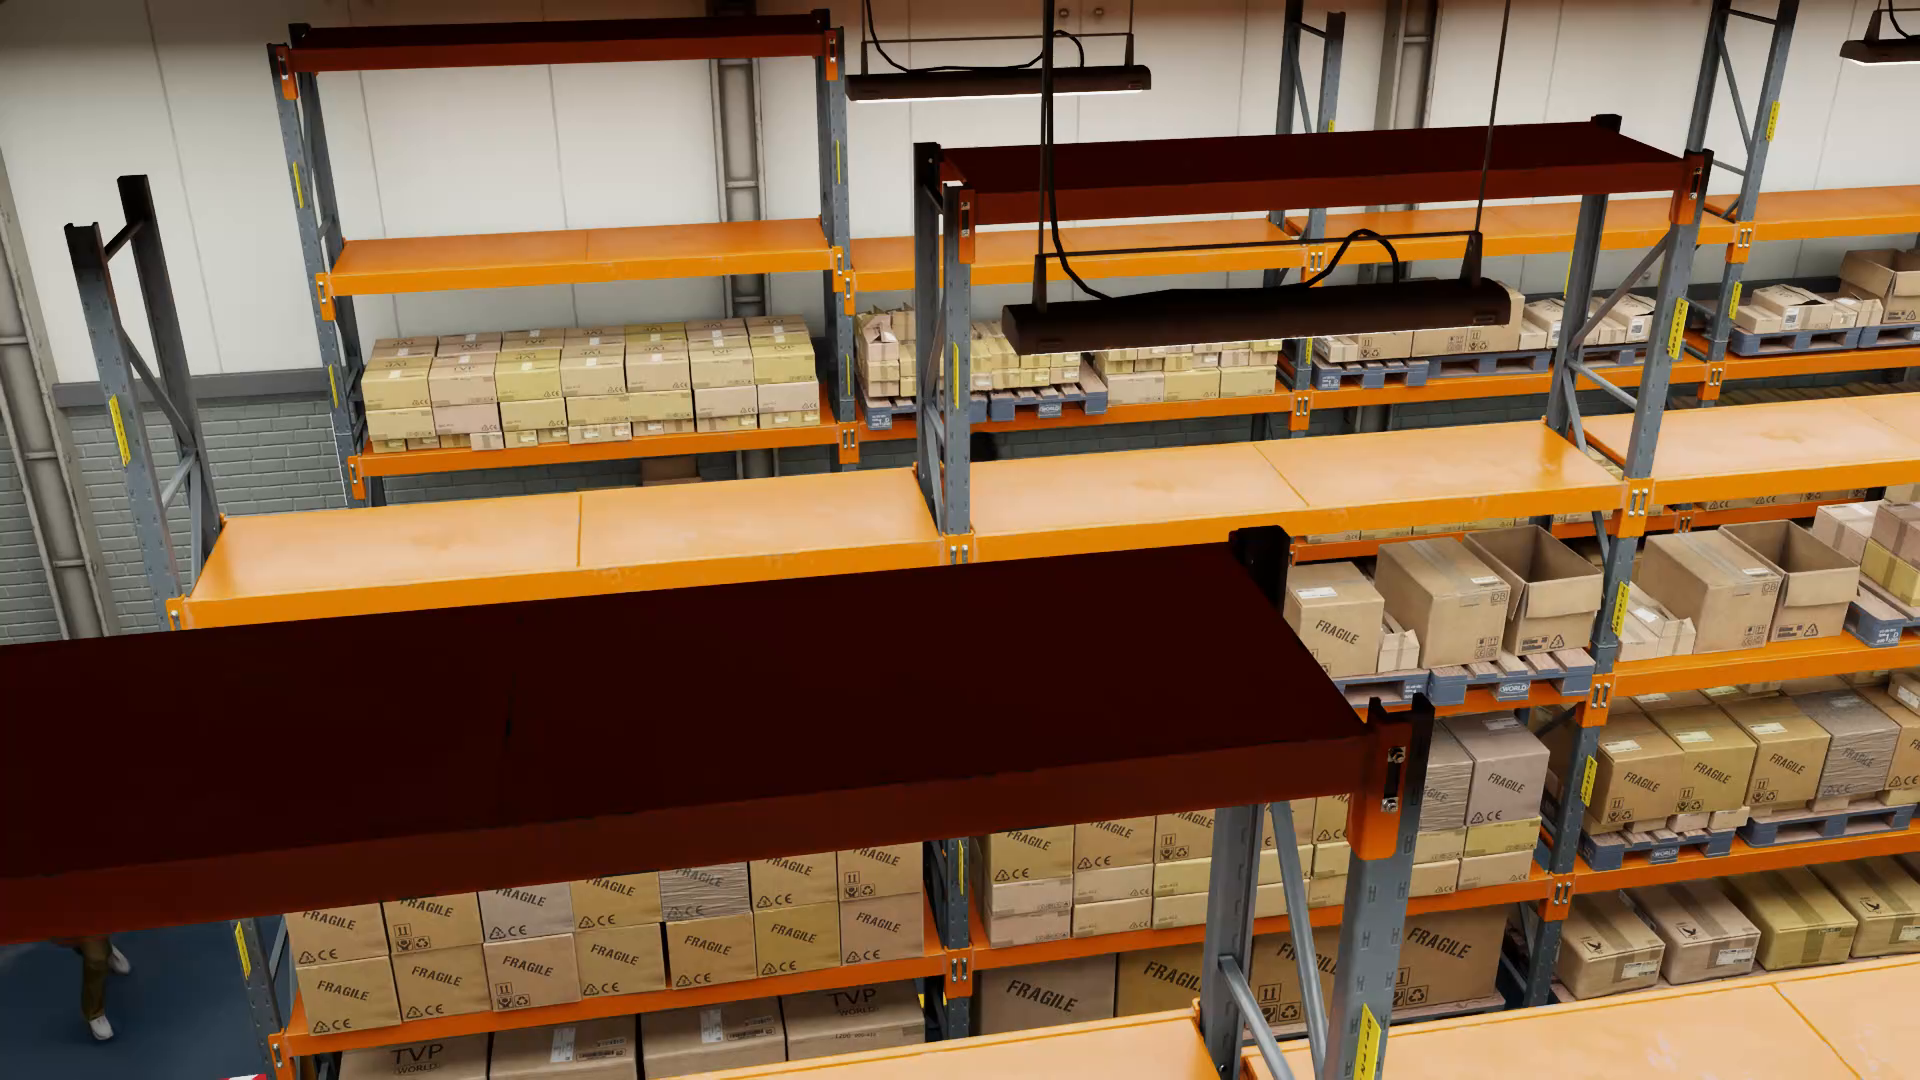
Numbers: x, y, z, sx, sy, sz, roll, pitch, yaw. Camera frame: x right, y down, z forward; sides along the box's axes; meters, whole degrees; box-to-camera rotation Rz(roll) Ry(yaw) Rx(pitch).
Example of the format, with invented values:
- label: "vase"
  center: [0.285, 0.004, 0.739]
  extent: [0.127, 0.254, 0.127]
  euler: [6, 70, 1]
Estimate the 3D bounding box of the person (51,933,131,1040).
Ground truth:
- label: "person"
  center: [-6.003, 2.439, 11.215]
  extent: [0.668, 1.737, 0.939]
  euler: [-13, 29, -25]
